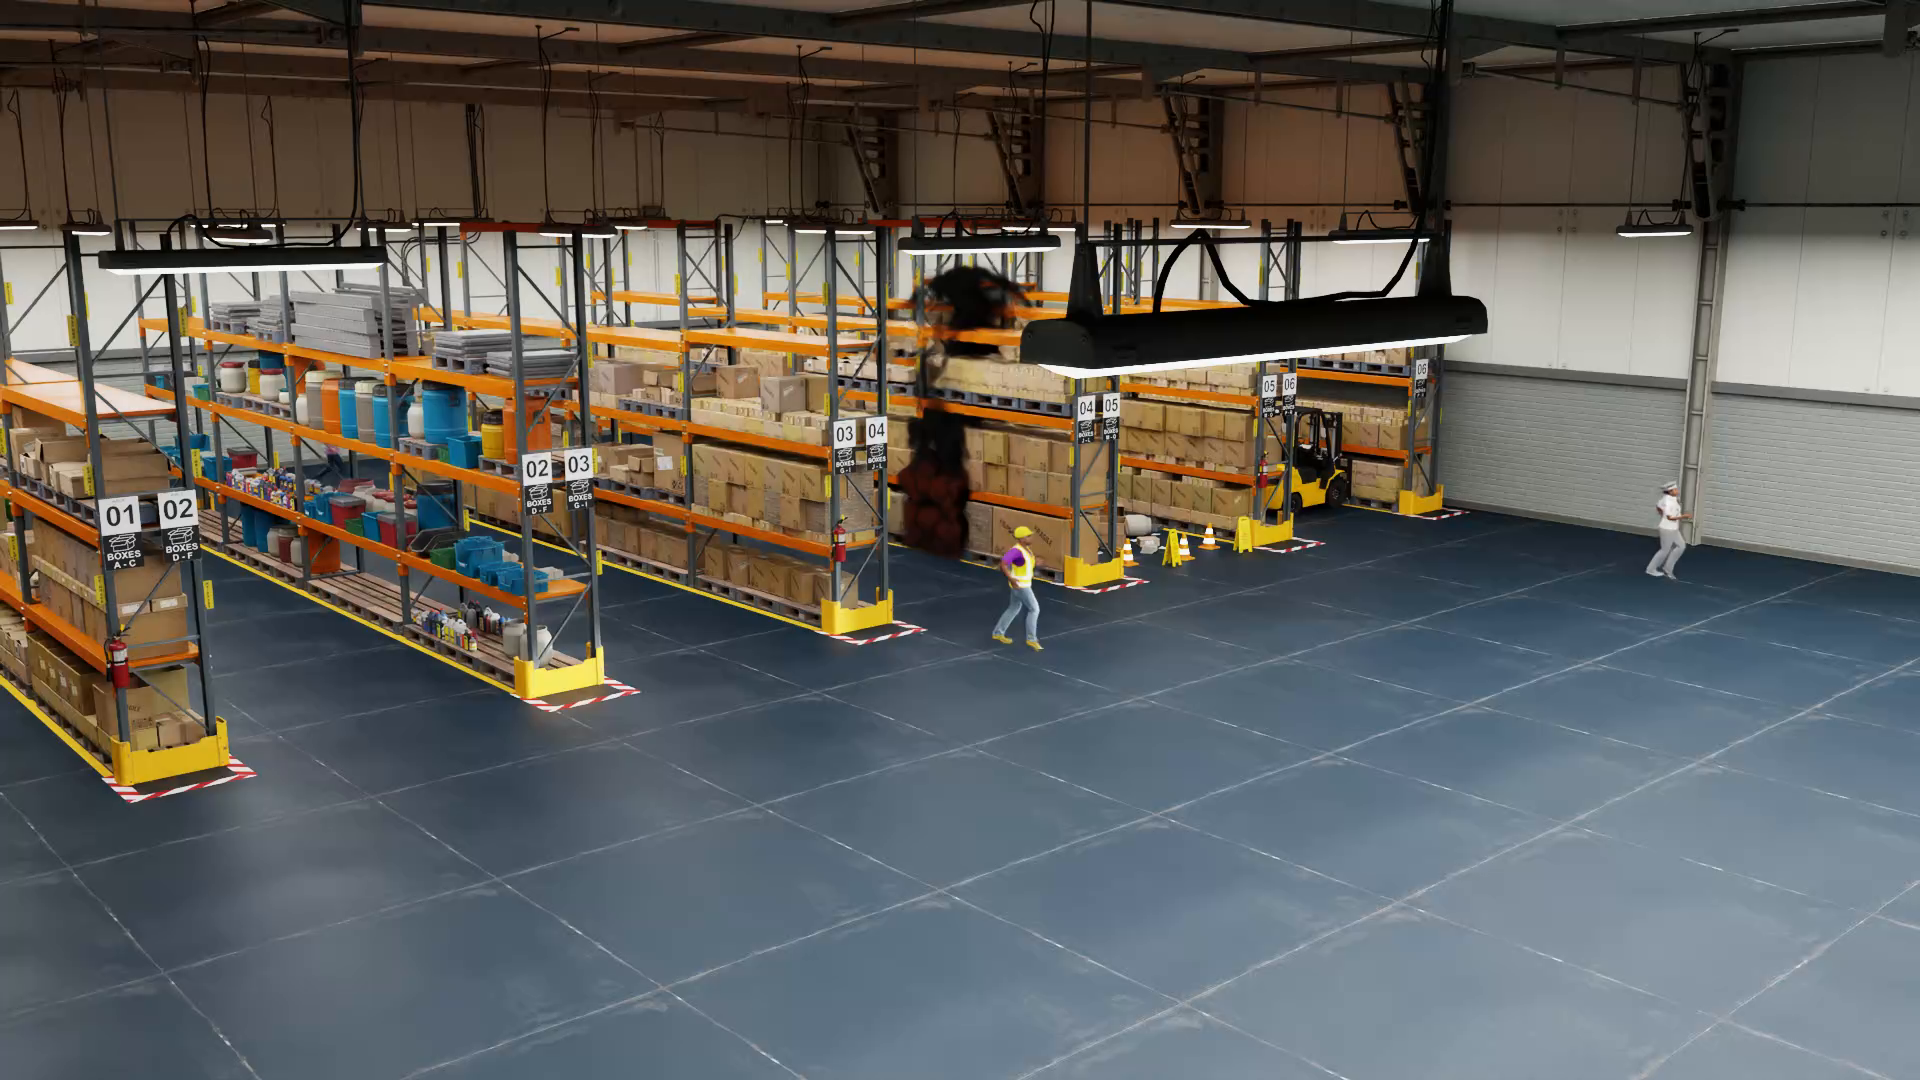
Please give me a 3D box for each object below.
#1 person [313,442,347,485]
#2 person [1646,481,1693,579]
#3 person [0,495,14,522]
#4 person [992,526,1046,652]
[{"bbox_3d":[-14.083,-1.931,37.294,0.893,1.585,0.537,-7,13,-30],"label":"person"},{"bbox_3d":[12.151,-0.160,28.430,0.672,1.737,0.554,6,13,27],"label":"person"},{"bbox_3d":[-18.146,-0.813,31.576,0.662,1.727,0.689,2,12,11],"label":"person"},{"bbox_3d":[0.851,0.695,23.950,0.782,1.833,0.664,0,11,2],"label":"person"}]
